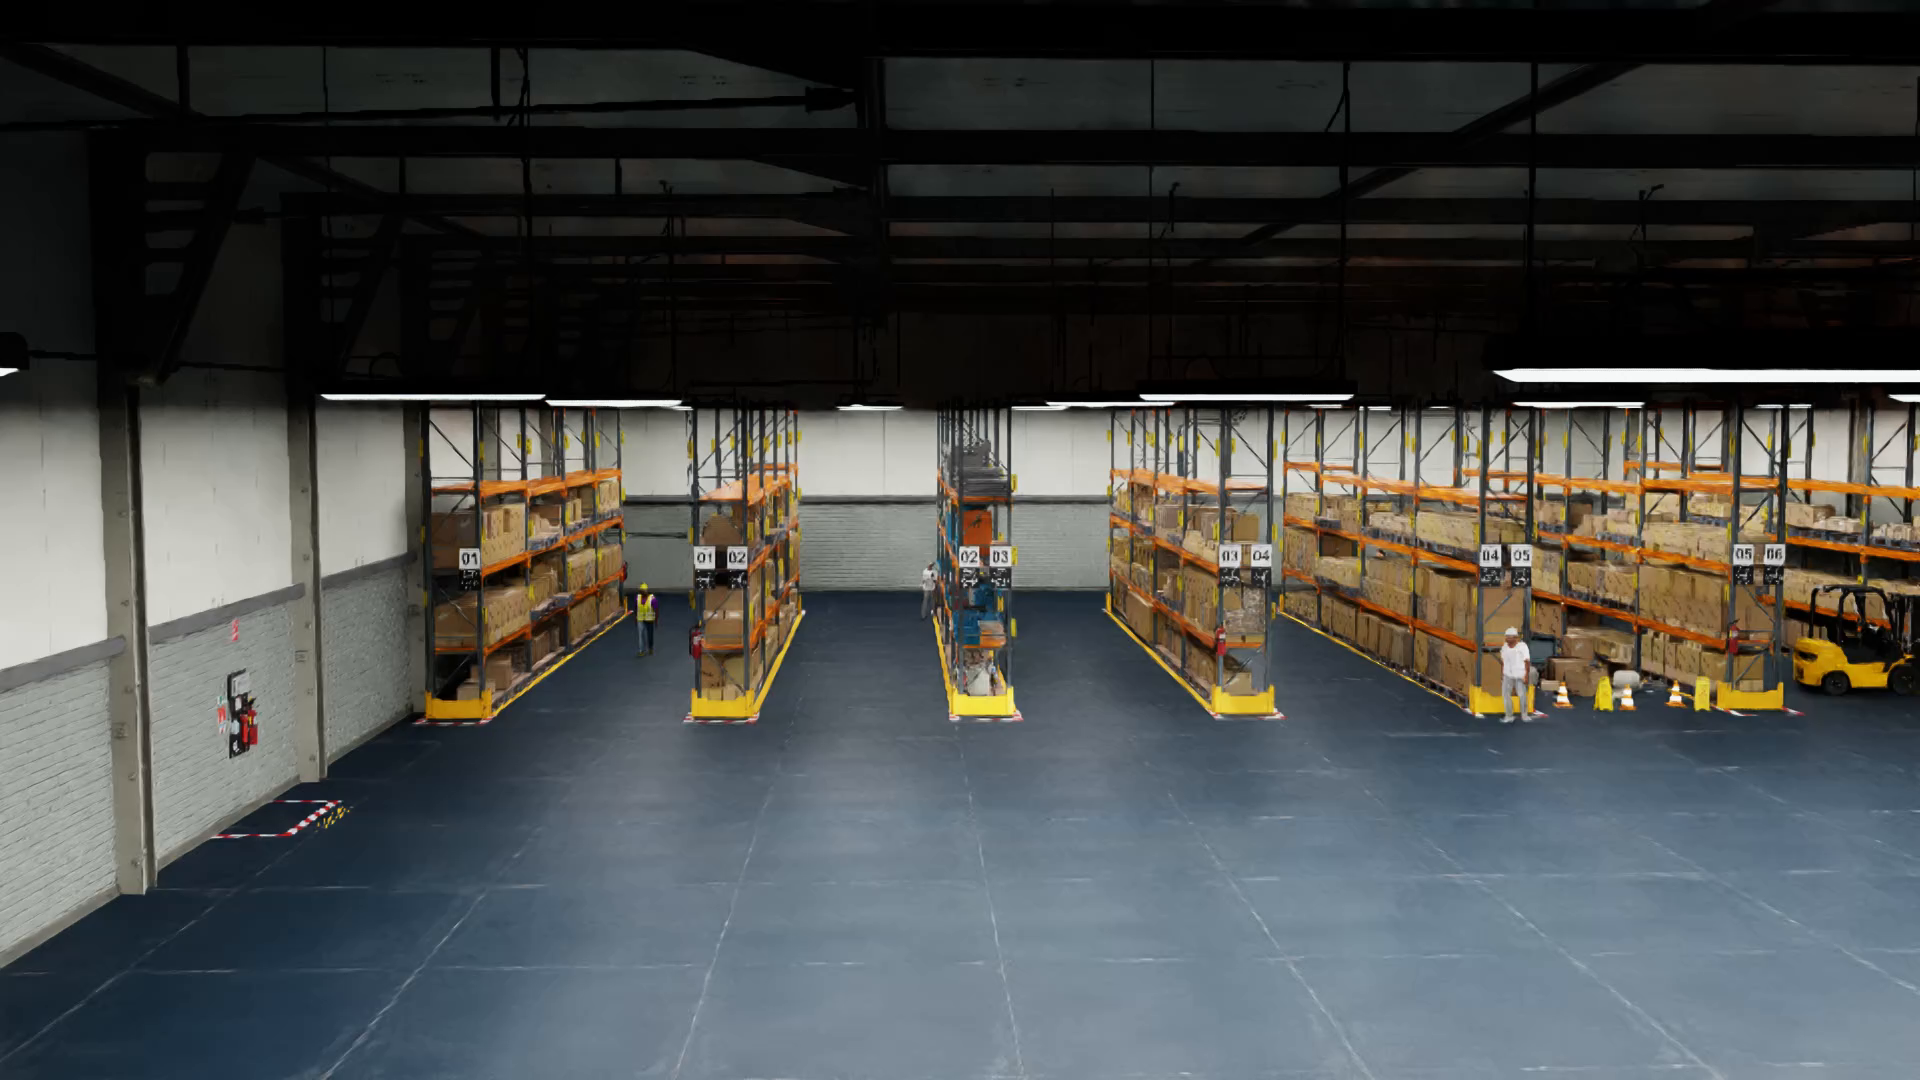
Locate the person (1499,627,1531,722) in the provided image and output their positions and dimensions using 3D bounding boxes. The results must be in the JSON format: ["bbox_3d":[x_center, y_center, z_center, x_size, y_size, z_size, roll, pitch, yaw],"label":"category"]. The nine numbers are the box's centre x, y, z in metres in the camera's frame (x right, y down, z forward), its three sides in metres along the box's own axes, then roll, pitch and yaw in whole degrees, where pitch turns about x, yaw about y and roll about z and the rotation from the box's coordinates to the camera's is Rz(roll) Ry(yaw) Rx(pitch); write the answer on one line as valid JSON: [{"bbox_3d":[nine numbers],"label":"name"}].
[{"bbox_3d":[10.245,2.481,30.707,0.594,1.754,0.595,-4,6,-44],"label":"person"}]

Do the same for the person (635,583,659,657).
[{"bbox_3d":[-7.351,1.860,38.961,0.591,1.716,1.042,0,4,-3],"label":"person"}]

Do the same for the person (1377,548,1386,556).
[{"bbox_3d":[12.621,1.066,49.649,0.591,1.661,0.490,-4,6,-43],"label":"person"}]

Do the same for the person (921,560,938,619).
[{"bbox_3d":[-0.818,1.357,45.937,0.441,1.611,1.001,1,4,7],"label":"person"}]
